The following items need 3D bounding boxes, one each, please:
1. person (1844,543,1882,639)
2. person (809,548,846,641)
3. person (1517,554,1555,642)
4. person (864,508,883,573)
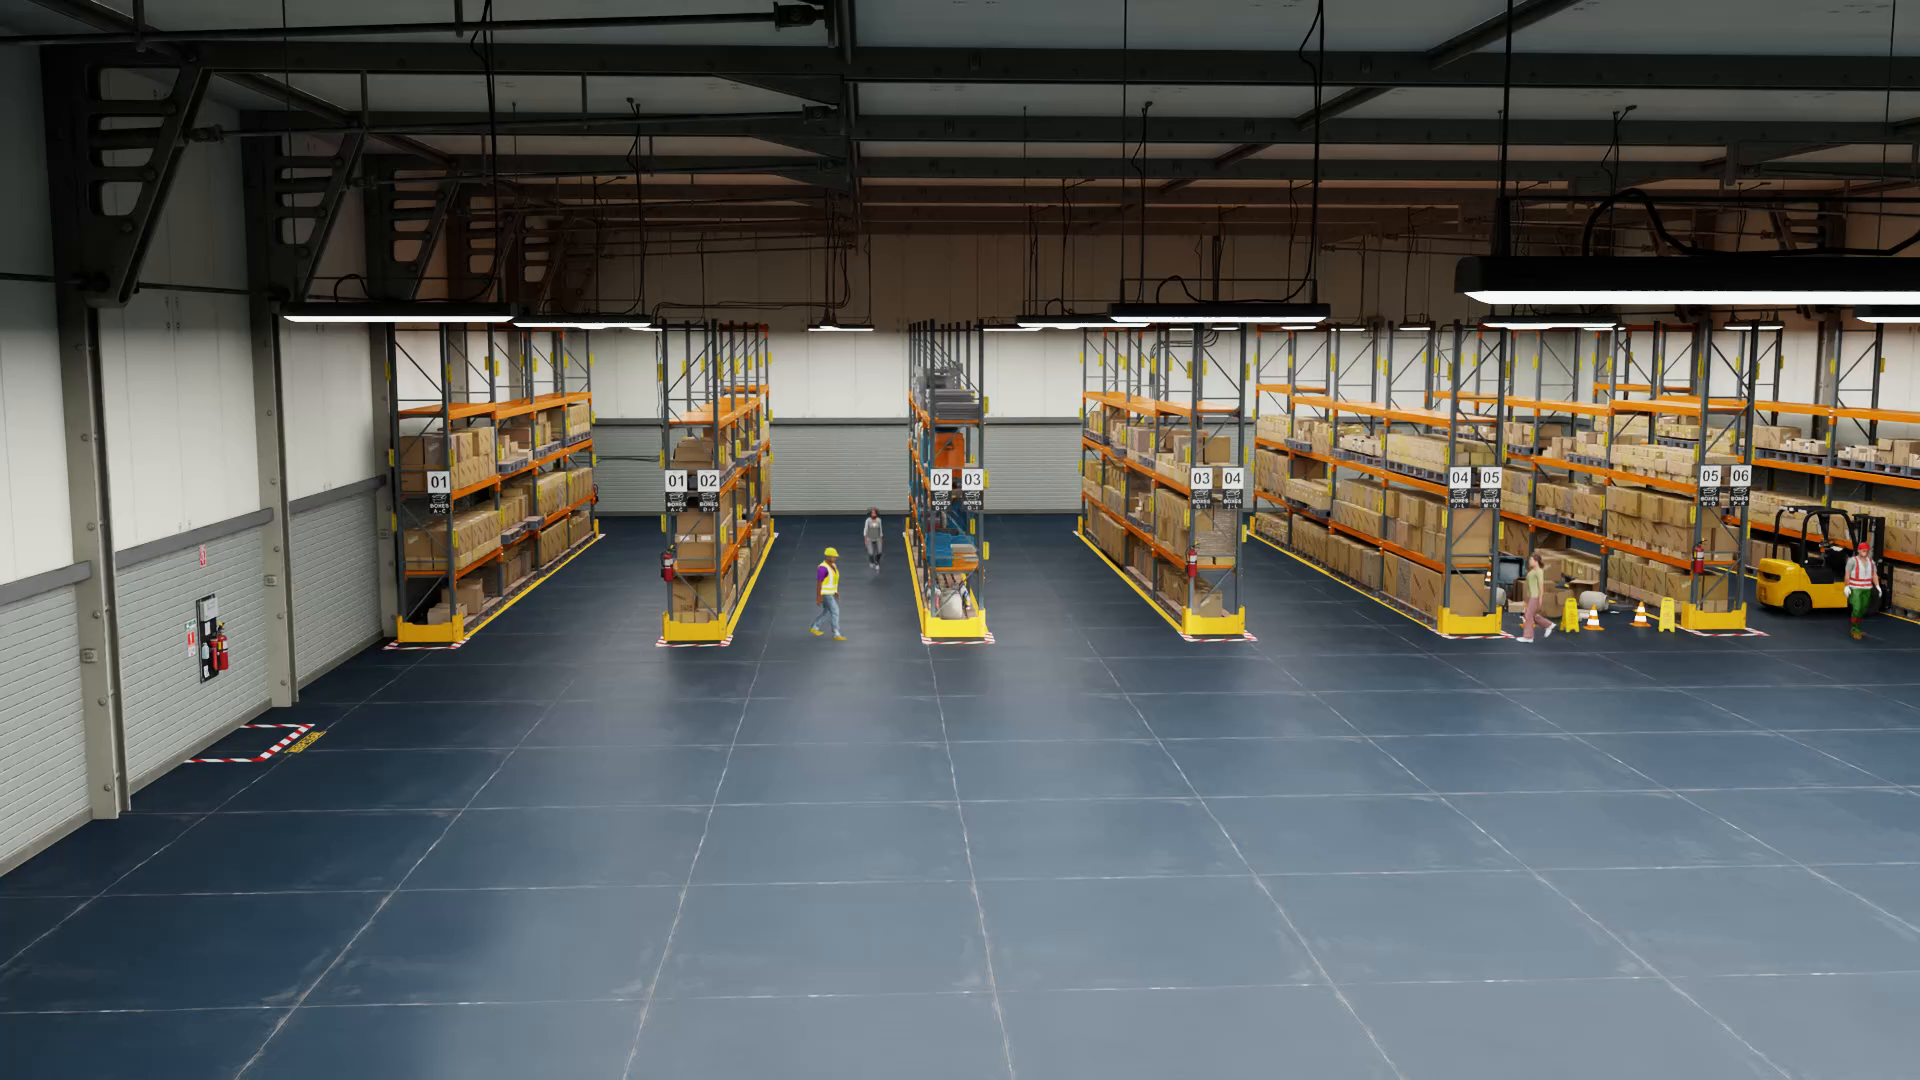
[{"bbox_3d":[17.123,0.966,31.552,0.590,1.850,0.528,0,7,-2],"label":"person"},{"bbox_3d":[-2.488,1.004,31.320,0.895,1.739,0.574,2,7,16],"label":"person"},{"bbox_3d":[10.758,1.075,30.940,0.764,1.650,0.450,0,7,-2],"label":"person"},{"bbox_3d":[-2.021,0.010,38.801,0.449,1.512,0.504,0,7,-3],"label":"person"}]
